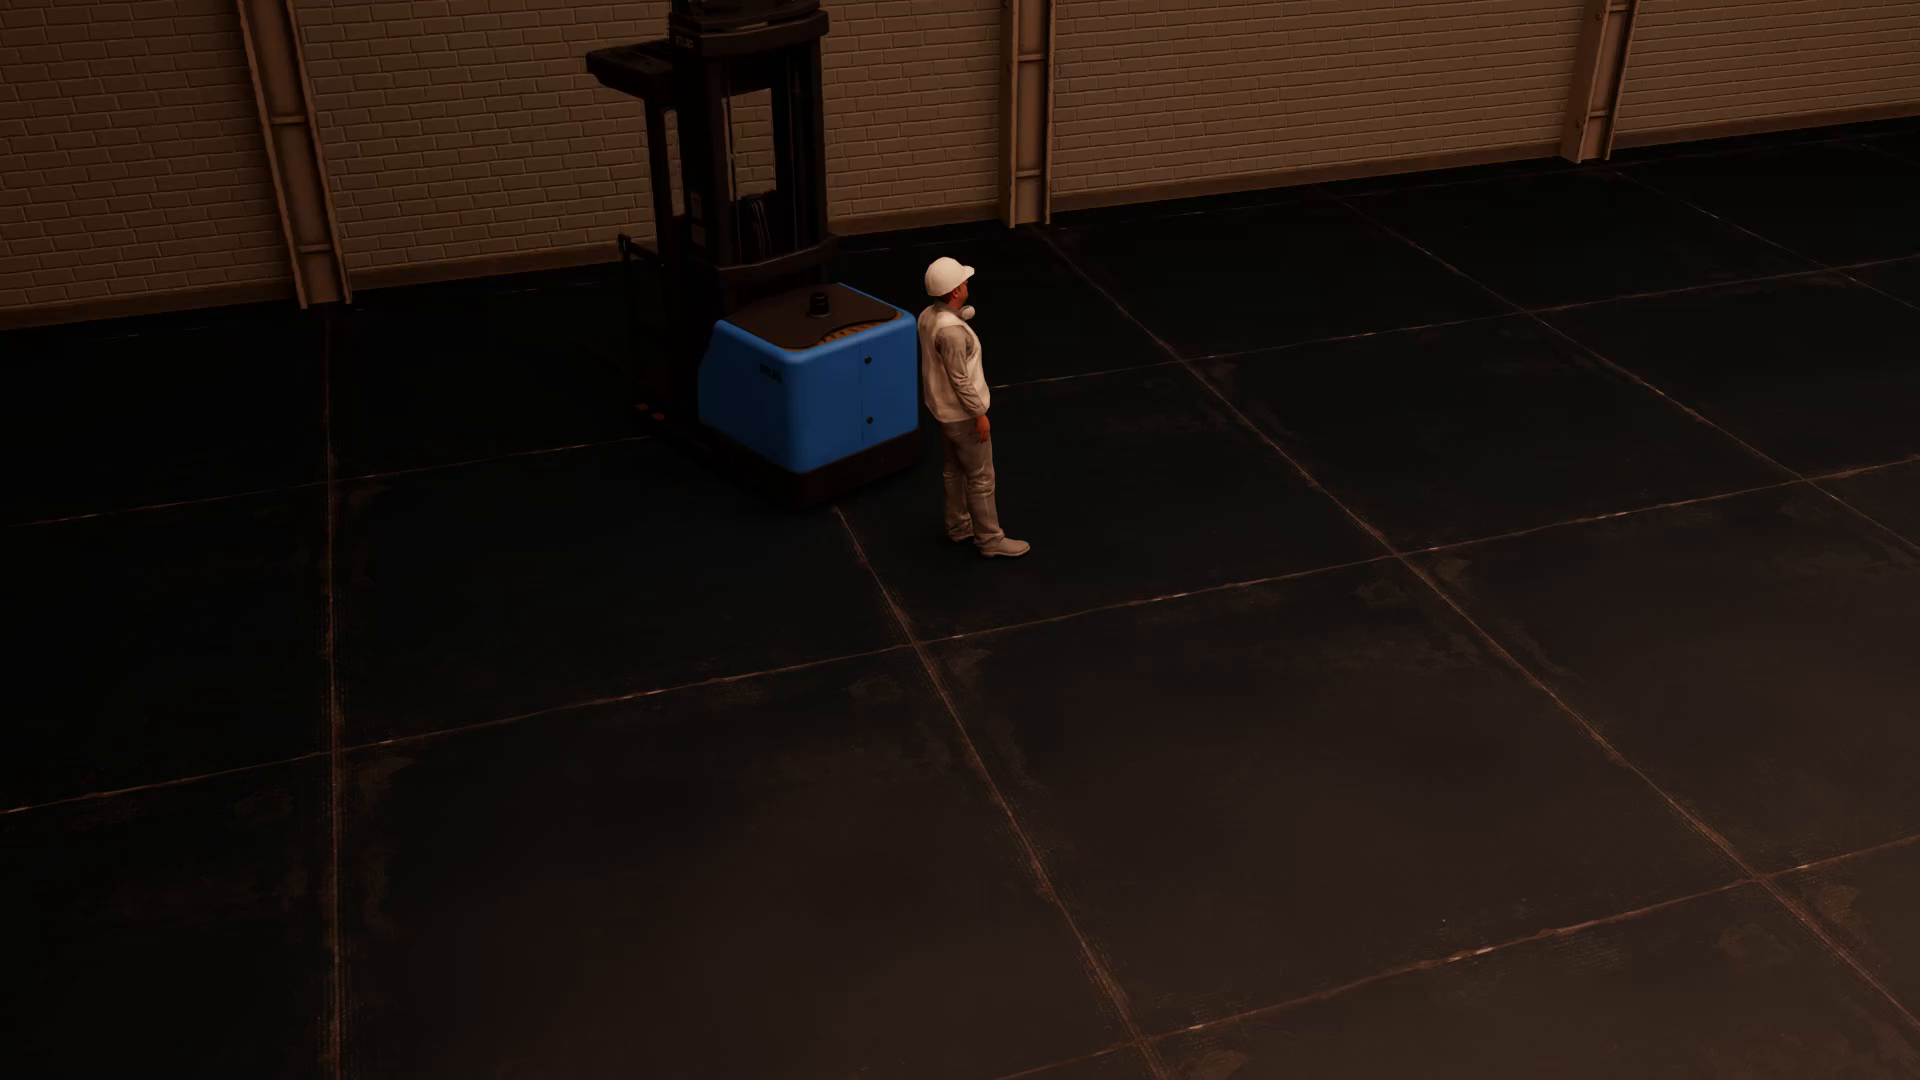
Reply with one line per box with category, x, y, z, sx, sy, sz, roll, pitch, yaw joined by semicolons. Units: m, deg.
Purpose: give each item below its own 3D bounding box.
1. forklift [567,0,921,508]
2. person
forklift;-1.615;-2.118;10.768;1.130;2.935;3.031;-24;38;-36
person;0.062;-0.782;9.591;0.566;1.775;0.633;-10;31;-16
